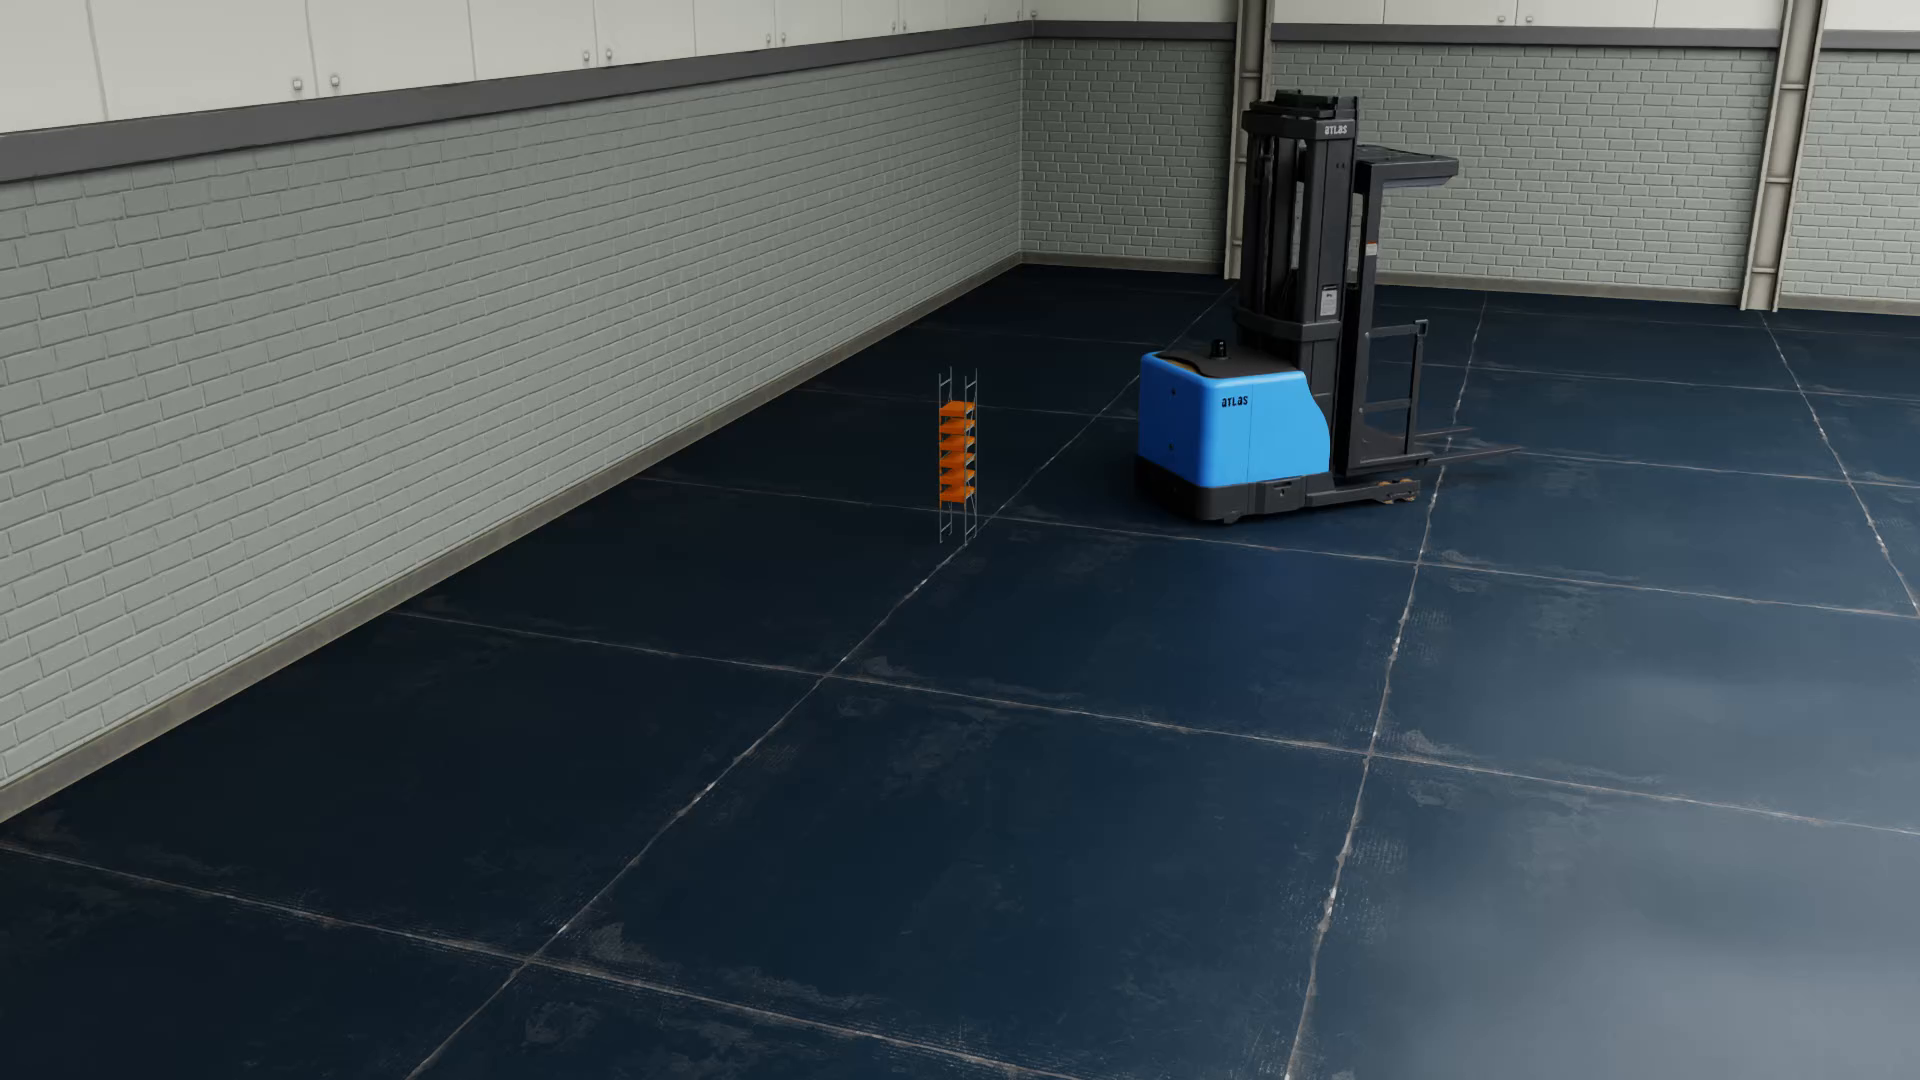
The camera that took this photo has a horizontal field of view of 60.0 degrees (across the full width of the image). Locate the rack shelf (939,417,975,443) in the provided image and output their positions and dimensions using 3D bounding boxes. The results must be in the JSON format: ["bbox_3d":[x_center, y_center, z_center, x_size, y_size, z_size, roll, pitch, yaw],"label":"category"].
[{"bbox_3d":[-0.014,-0.753,11.319,0.180,0.103,0.258,7,20,18],"label":"rack shelf"}]

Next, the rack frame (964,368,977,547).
[{"bbox_3d":[0.073,-0.558,11.355,0.006,1.200,0.240,7,20,18],"label":"rack frame"}]

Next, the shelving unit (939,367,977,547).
[{"bbox_3d":[-0.014,-0.568,11.383,0.189,1.200,0.258,7,20,18],"label":"shelving unit"}]

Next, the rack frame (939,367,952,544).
[{"bbox_3d":[-0.100,-0.578,11.412,0.006,1.200,0.240,7,20,18],"label":"rack frame"}]

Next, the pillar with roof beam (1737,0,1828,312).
[{"bbox_3d":[7.830,-5.596,13.959,0.400,9.000,9.100,7,20,18],"label":"pillar with roof beam"}]

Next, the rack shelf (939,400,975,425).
[{"bbox_3d":[-0.014,-0.866,11.279,0.180,0.103,0.258,7,20,18],"label":"rack shelf"}]

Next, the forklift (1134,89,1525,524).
[{"bbox_3d":[2.884,-1.799,12.283,3.031,2.935,1.130,-8,21,-22],"label":"forklift"}]

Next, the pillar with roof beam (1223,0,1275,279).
[{"bbox_3d":[2.162,-6.244,15.819,0.400,9.000,9.100,7,20,18],"label":"pillar with roof beam"}]

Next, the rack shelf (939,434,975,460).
[{"bbox_3d":[-0.014,-0.639,11.358,0.180,0.103,0.258,7,20,18],"label":"rack shelf"}]

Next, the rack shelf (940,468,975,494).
[{"bbox_3d":[-0.014,-0.413,11.437,0.180,0.103,0.258,7,20,18],"label":"rack shelf"}]

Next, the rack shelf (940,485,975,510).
[{"bbox_3d":[-0.014,-0.300,11.477,0.180,0.103,0.258,7,20,18],"label":"rack shelf"}]

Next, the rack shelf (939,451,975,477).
[{"bbox_3d":[-0.014,-0.526,11.398,0.180,0.103,0.258,7,20,18],"label":"rack shelf"}]
